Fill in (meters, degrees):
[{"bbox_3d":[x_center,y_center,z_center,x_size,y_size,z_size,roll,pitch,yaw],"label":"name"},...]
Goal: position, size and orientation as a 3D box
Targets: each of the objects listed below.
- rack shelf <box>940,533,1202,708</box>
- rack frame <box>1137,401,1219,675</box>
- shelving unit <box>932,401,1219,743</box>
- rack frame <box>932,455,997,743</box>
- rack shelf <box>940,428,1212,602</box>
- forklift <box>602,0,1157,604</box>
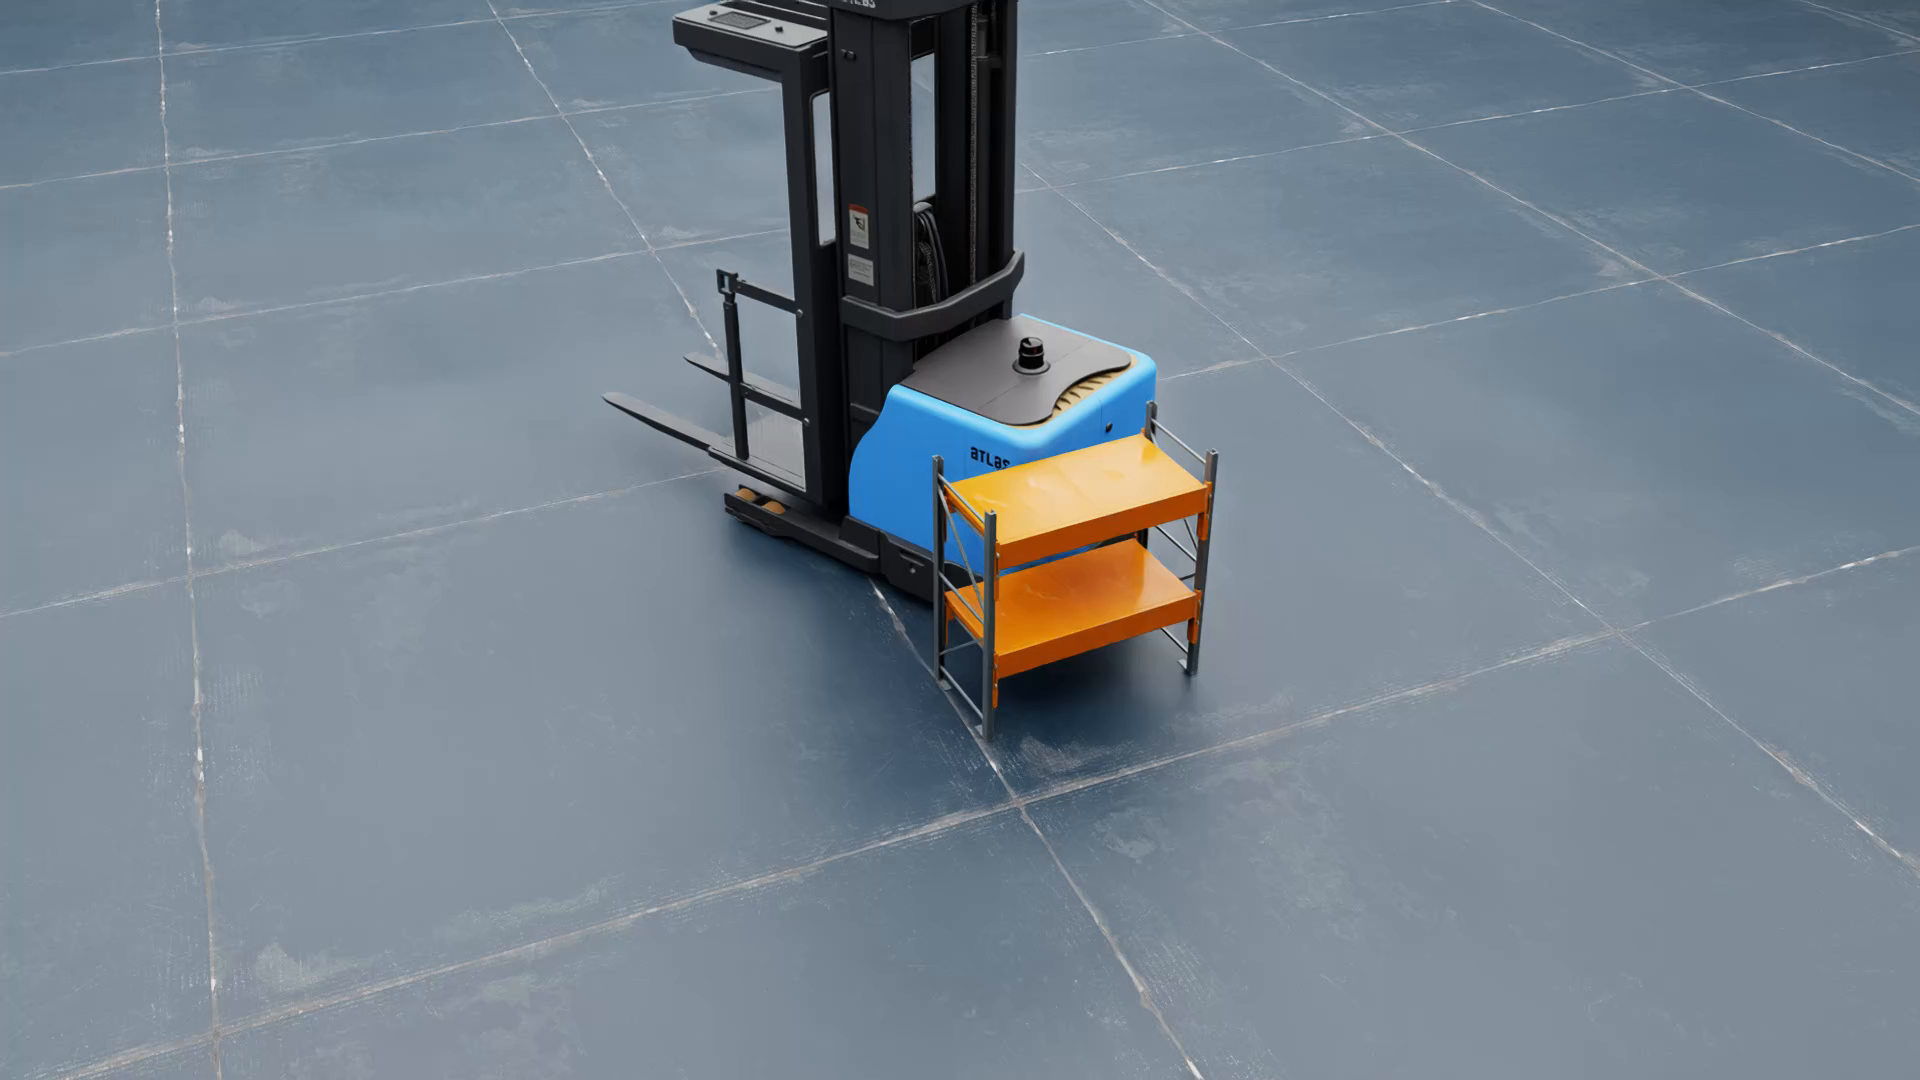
[{"bbox_3d":[0.468,0.331,7.159,1.000,0.278,0.538,-15,36,-22],"label":"rack shelf"},{"bbox_3d":[0.921,0.000,7.218,0.032,1.125,0.500,-15,36,-22],"label":"rack frame"},{"bbox_3d":[0.468,0.126,7.025,1.048,1.125,0.538,-15,36,-22],"label":"shelving unit"},{"bbox_3d":[0.015,0.251,6.833,0.032,1.125,0.500,-15,36,-22],"label":"rack frame"},{"bbox_3d":[0.468,-0.120,6.866,1.000,0.278,0.538,-15,36,-22],"label":"rack shelf"},{"bbox_3d":[-0.558,-1.455,7.798,3.031,2.935,1.130,23,40,31],"label":"forklift"}]
